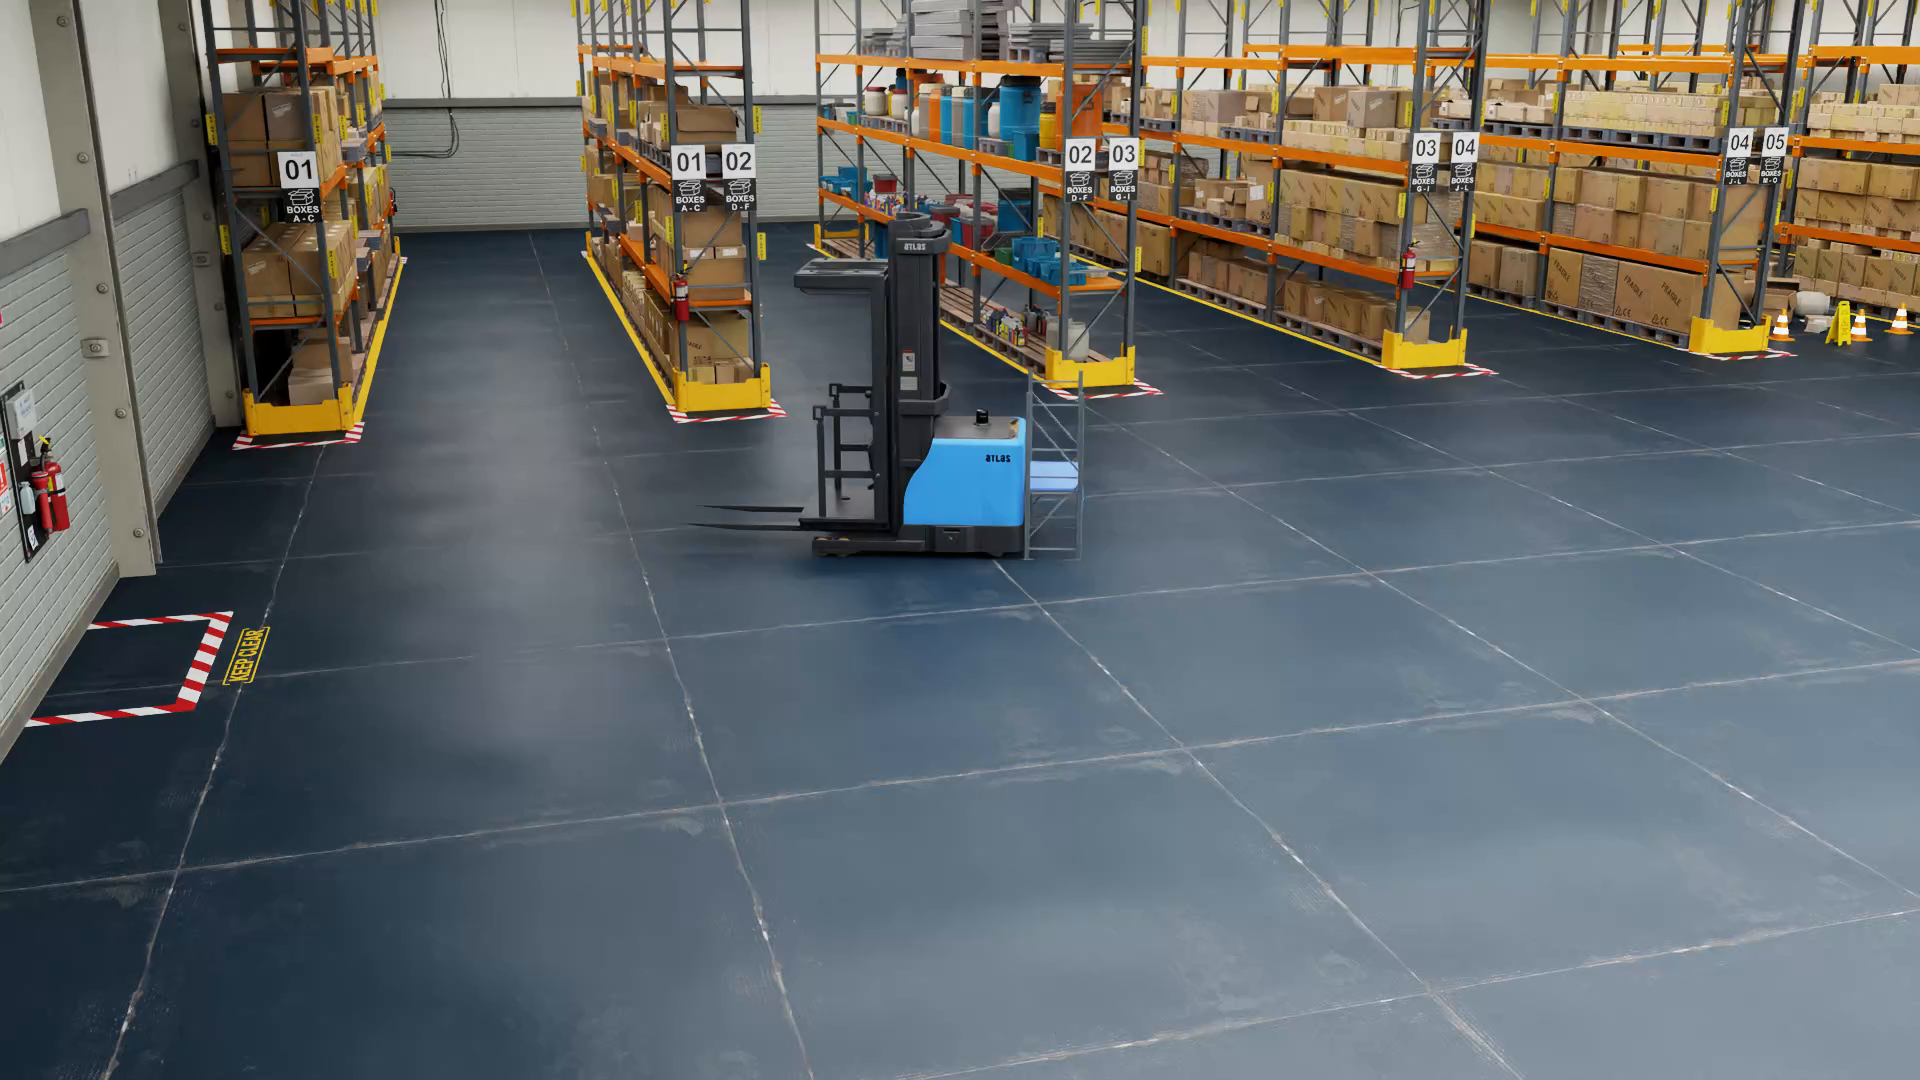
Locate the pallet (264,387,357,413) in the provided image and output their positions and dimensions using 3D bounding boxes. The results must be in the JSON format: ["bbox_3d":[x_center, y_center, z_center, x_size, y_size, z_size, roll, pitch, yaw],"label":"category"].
[{"bbox_3d":[-7.942,-1.628,20.304,1.003,0.211,1.213,-5,17,-15],"label":"pallet"}]

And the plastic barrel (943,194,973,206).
[{"bbox_3d":[0.015,-5.672,28.683,0.600,0.536,0.708,-5,17,-15],"label":"plastic barrel"}]

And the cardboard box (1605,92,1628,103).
[{"bbox_3d":[10.309,-6.899,25.934,0.380,0.149,0.250,-5,17,-15],"label":"cardboard box"}]

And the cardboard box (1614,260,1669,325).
[{"bbox_3d":[10.860,-3.863,25.861,0.875,0.875,0.875,-5,17,-16],"label":"cardboard box"}]

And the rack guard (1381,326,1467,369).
[{"bbox_3d":[6.536,-2.714,23.416,1.175,0.500,0.348,-5,17,-15],"label":"rack guard"}]

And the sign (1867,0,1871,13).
[{"bbox_3d":[15.512,-9.176,28.395,0.100,0.325,0.005,-5,17,-15],"label":"sign"}]

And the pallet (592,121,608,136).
[{"bbox_3d":[-5.868,-7.301,29.455,1.213,0.211,1.003,-5,17,-15],"label":"pallet"}]

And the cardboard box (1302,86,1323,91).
[{"bbox_3d":[7.558,-9.652,35.654,0.380,0.149,0.250,-4,17,-13],"label":"cardboard box"}]

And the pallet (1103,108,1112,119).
[{"bbox_3d":[3.044,-8.831,34.374,1.003,0.211,1.213,-5,17,-15],"label":"pallet"}]

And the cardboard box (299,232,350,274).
[{"bbox_3d":[-7.989,-3.591,20.912,0.500,0.500,0.500,-4,17,-14],"label":"cardboard box"}]

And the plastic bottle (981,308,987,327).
[{"bbox_3d":[0.361,-3.386,25.287,0.097,0.271,0.097,0,17,0],"label":"plastic bottle"}]

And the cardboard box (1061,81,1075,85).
[{"bbox_3d":[2.581,-9.605,35.721,0.700,0.500,0.500,-6,18,-19],"label":"cardboard box"}]

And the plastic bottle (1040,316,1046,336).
[{"bbox_3d":[1.229,-3.163,24.523,0.061,0.283,0.133,-5,17,-15],"label":"plastic bottle"}]

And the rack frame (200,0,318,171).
[{"bbox_3d":[-7.731,-5.588,18.212,1.000,3.000,0.127,-5,17,-15],"label":"rack frame"}]

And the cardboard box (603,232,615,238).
[{"bbox_3d":[-6.789,-5.962,33.457,0.797,0.503,0.637,-5,17,-15],"label":"cardboard box"}]

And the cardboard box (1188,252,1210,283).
[{"bbox_3d":[4.561,-4.933,30.038,0.700,0.500,0.500,-6,18,-18],"label":"cardboard box"}]

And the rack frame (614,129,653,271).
[{"bbox_3d":[-5.168,-5.321,27.749,1.000,3.000,0.127,-5,17,-15],"label":"rack frame"}]

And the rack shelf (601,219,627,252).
[{"bbox_3d":[-5.718,-5.530,29.695,1.077,0.370,4.000,-5,17,-15],"label":"rack shelf"}]

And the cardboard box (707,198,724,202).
[{"bbox_3d":[-3.250,-4.067,21.146,0.700,0.500,0.500,-5,17,-17],"label":"cardboard box"}]

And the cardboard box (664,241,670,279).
[{"bbox_3d":[-3.655,-3.856,22.698,0.700,0.500,0.500,-4,17,-14],"label":"cardboard box"}]

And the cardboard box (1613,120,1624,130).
[{"bbox_3d":[10.379,-6.446,25.815,0.380,0.149,0.250,-5,17,-15],"label":"cardboard box"}]

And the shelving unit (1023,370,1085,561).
[{"bbox_3d":[0.846,-0.686,14.926,0.538,1.500,1.048,1,17,3],"label":"shelving unit"}]

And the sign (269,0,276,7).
[{"bbox_3d":[-10.463,-8.280,25.273,0.100,0.325,0.005,-5,17,-15],"label":"sign"}]

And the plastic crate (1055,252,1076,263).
[{"bbox_3d":[1.385,-4.050,23.976,0.530,0.136,0.437,-5,17,-15],"label":"plastic crate"}]

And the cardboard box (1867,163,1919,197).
[{"bbox_3d":[15.360,-5.889,27.213,0.700,0.500,0.500,-5,17,-16],"label":"cardboard box"}]

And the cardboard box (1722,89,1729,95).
[{"bbox_3d":[17.219,-9.977,37.051,0.380,0.149,0.250,-4,17,-14],"label":"cardboard box"}]

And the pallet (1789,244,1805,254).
[{"bbox_3d":[18.489,-6.154,35.370,1.003,0.211,1.213,-5,17,-15],"label":"pallet"}]

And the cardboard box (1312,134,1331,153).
[{"bbox_3d":[5.611,-5.932,24.832,0.500,0.250,0.500,-5,18,-17],"label":"cardboard box"}]

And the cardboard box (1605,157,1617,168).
[{"bbox_3d":[13.344,-7.677,33.681,0.500,0.500,0.500,-4,17,-14],"label":"cardboard box"}]

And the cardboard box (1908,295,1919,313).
[{"bbox_3d":[15.597,-3.767,26.626,0.500,0.250,0.500,-5,17,-16],"label":"cardboard box"}]

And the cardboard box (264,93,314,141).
[{"bbox_3d":[-7.604,-4.814,18.901,0.500,0.500,0.500,-6,18,-19],"label":"cardboard box"}]

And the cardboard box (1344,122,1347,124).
[{"bbox_3d":[6.063,-6.267,25.254,0.380,0.149,0.250,-5,18,-17],"label":"cardboard box"}]

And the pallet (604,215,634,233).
[{"bbox_3d":[-5.422,-5.411,28.383,1.213,0.211,1.003,-5,17,-15],"label":"pallet"}]

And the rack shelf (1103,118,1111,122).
[{"bbox_3d":[2.709,-8.855,35.550,1.077,0.370,4.000,-5,17,-15],"label":"rack shelf"}]

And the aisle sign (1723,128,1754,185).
[{"bbox_3d":[11.084,-5.456,23.681,0.394,0.787,0.004,-5,17,-15],"label":"aisle sign"}]

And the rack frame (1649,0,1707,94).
[{"bbox_3d":[13.886,-9.760,32.099,1.000,3.000,0.127,-5,17,-15],"label":"rack frame"}]

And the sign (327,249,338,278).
[{"bbox_3d":[-7.210,-3.173,19.094,0.100,0.325,0.005,-5,17,-15],"label":"sign"}]

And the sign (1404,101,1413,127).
[{"bbox_3d":[6.017,-5.712,22.300,0.100,0.325,0.005,-5,17,-15],"label":"sign"}]

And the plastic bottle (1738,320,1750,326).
[{"bbox_3d":[12.639,-3.502,26.801,0.133,0.061,0.283,-12,20,-34],"label":"plastic bottle"}]

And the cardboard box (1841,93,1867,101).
[{"bbox_3d":[18.279,-9.050,34.000,0.380,0.149,0.250,-4,17,-13],"label":"cardboard box"}]

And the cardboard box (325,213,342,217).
[{"bbox_3d":[-9.084,-4.379,23.675,0.700,0.500,0.500,-3,17,-10],"label":"cardboard box"}]

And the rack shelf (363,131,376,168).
[{"bbox_3d":[-10.480,-6.573,27.956,1.077,0.370,4.000,-5,17,-15],"label":"rack shelf"}]

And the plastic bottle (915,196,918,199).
[{"bbox_3d":[-0.808,-6.397,31.548,0.152,0.276,0.135,-5,17,-15],"label":"plastic bottle"}]

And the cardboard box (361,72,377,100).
[{"bbox_3d":[-11.244,-8.505,31.188,0.500,0.500,0.500,-5,17,-15],"label":"cardboard box"}]

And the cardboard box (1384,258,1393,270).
[{"bbox_3d":[6.212,-3.902,23.461,0.380,0.149,0.250,-5,17,-15],"label":"cardboard box"}]

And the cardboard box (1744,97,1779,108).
[{"bbox_3d":[11.568,-6.319,24.005,0.380,0.149,0.250,-5,17,-15],"label":"cardboard box"}]

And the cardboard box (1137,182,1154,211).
[{"bbox_3d":[3.707,-6.550,31.666,0.500,0.500,0.500,-5,18,-17],"label":"cardboard box"}]

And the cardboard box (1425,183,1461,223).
[{"bbox_3d":[6.667,-4.733,23.364,0.500,0.500,0.500,-5,17,-15],"label":"cardboard box"}]

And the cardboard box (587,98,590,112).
[{"bbox_3d":[-7.068,-8.560,32.710,0.500,0.250,0.500,-5,17,-15],"label":"cardboard box"}]

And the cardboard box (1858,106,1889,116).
[{"bbox_3d":[15.085,-7.083,27.451,0.380,0.149,0.250,-5,18,-17],"label":"cardboard box"}]

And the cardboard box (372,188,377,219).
[{"bbox_3d":[-10.238,-5.709,28.316,0.500,0.500,0.500,-4,17,-14],"label":"cardboard box"}]

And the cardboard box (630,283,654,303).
[{"bbox_3d":[-4.874,-3.878,26.019,0.500,0.311,0.500,-5,17,-16],"label":"cardboard box"}]

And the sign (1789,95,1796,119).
[{"bbox_3d":[11.889,-6.190,23.771,0.100,0.325,0.005,-5,17,-15],"label":"sign"}]

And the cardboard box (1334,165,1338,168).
[{"bbox_3d":[7.872,-7.646,34.164,0.380,0.149,0.250,-5,17,-15],"label":"cardboard box"}]

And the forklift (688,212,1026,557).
[{"bbox_3d":[-0.915,-1.403,14.825,3.031,2.935,1.130,1,17,4],"label":"forklift"}]
